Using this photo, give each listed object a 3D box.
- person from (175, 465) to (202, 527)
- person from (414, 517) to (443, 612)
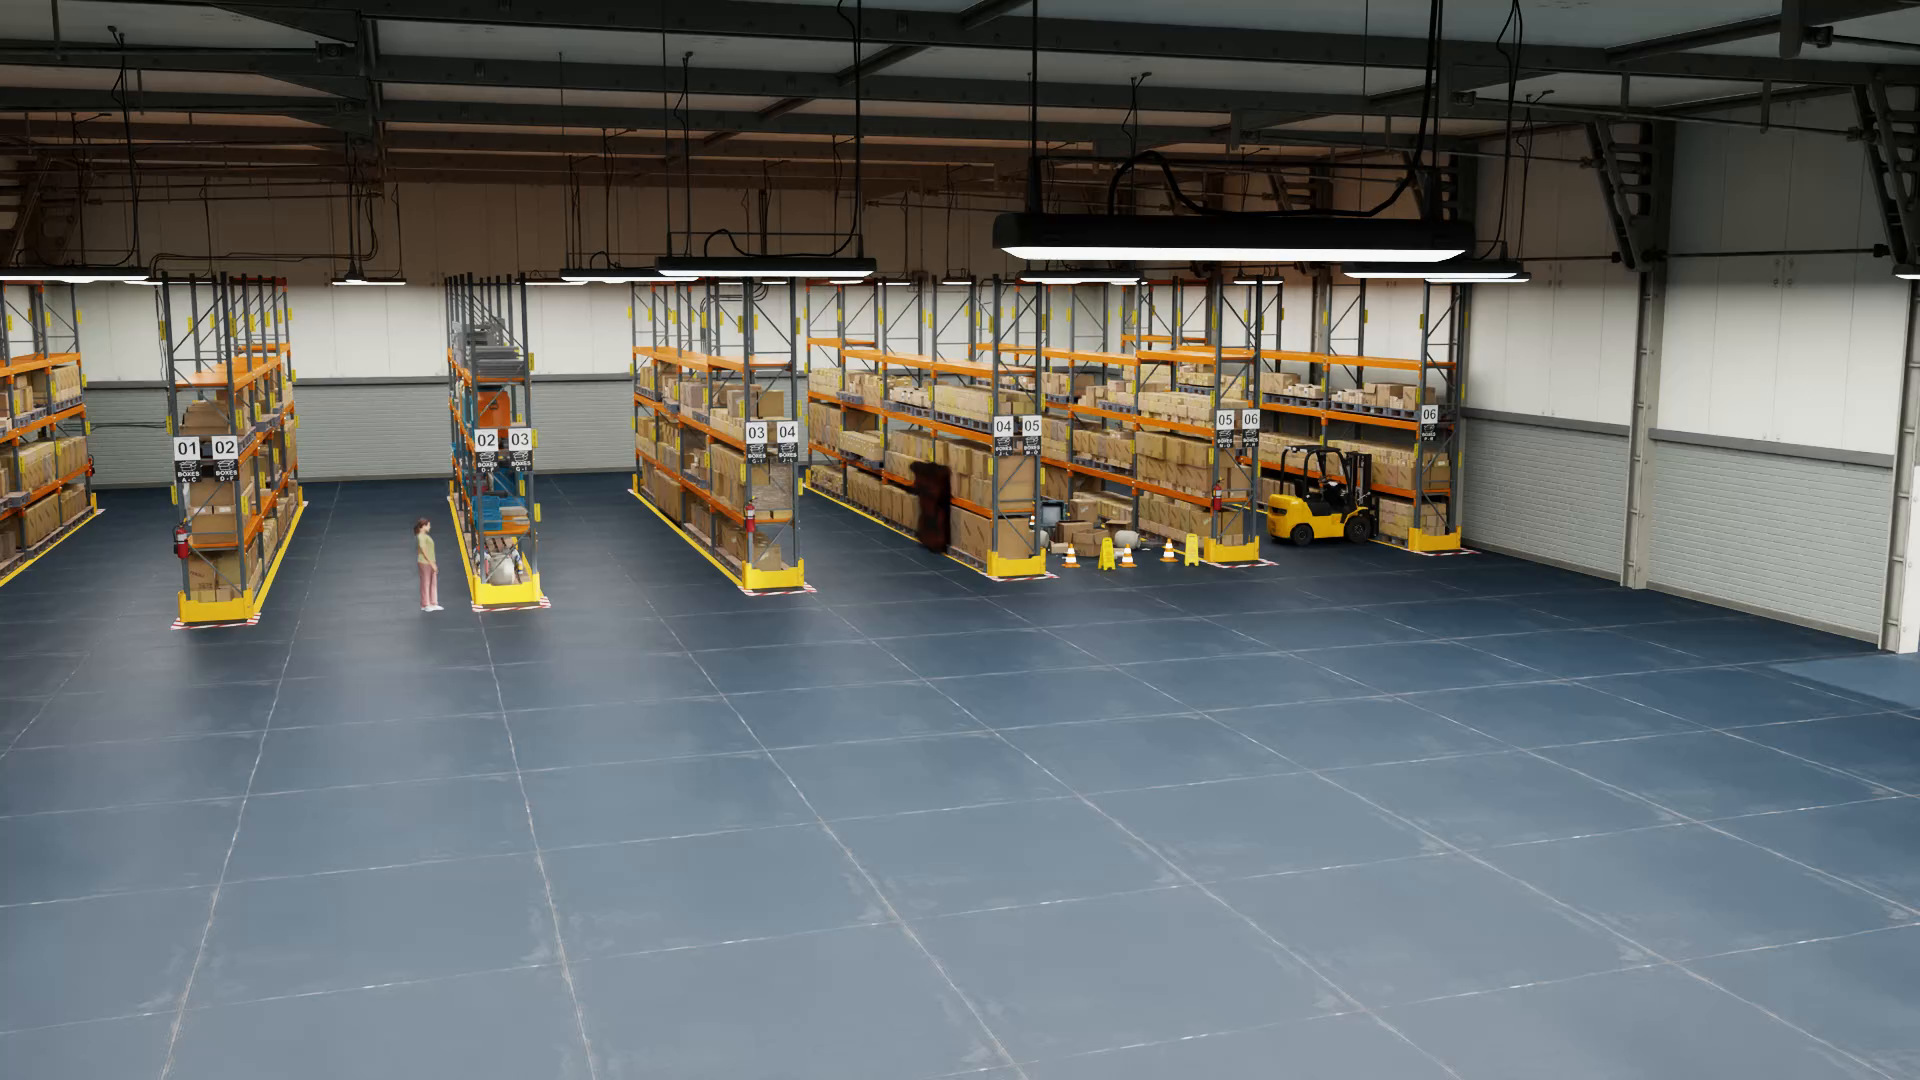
[{"bbox_3d":[-18.753,-1.212,40.619,0.772,1.810,0.935,-3,9,-17],"label":"person"},{"bbox_3d":[-9.507,0.446,29.689,0.486,1.710,0.490,1,9,8],"label":"person"}]
